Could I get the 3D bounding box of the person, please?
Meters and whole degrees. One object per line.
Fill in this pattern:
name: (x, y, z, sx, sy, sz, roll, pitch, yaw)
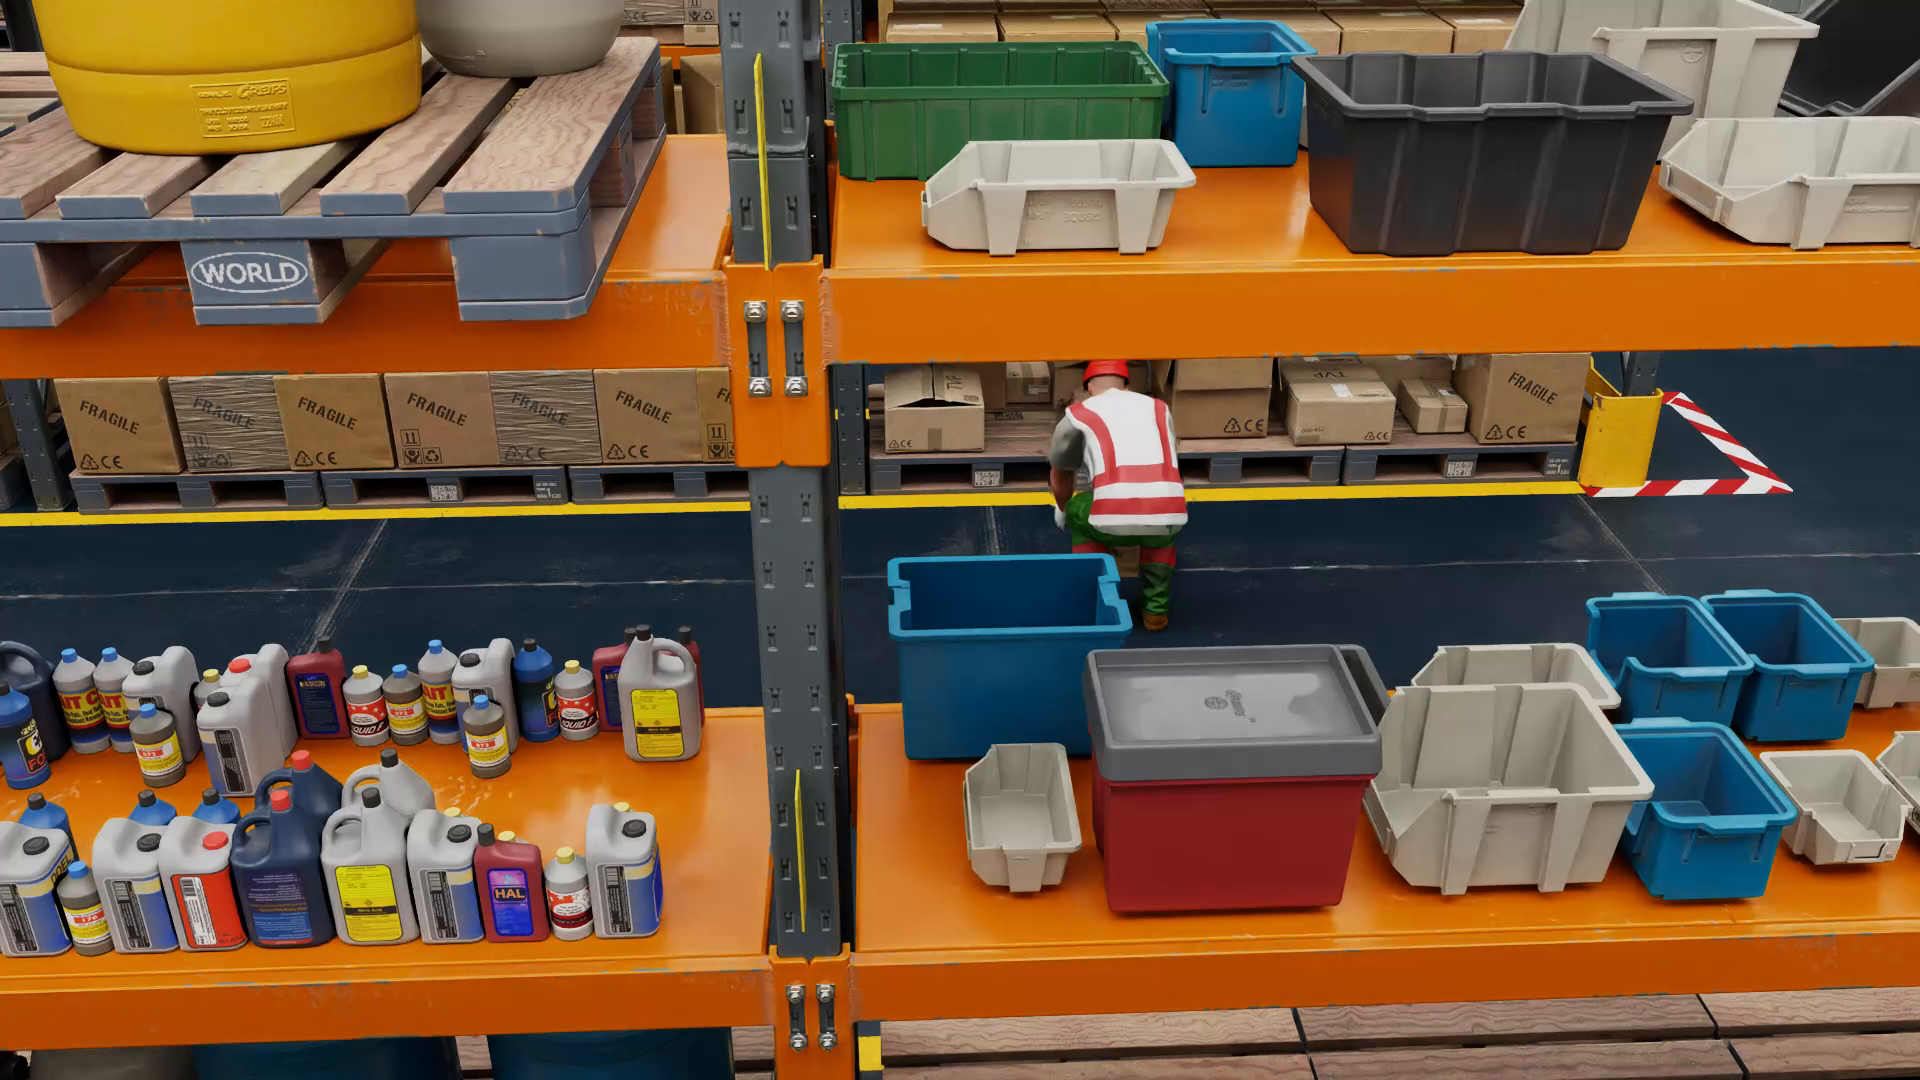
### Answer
person: (0.685, -0.186, 7.218, 0.581, 1.091, 0.866, -1, 27, -3)
